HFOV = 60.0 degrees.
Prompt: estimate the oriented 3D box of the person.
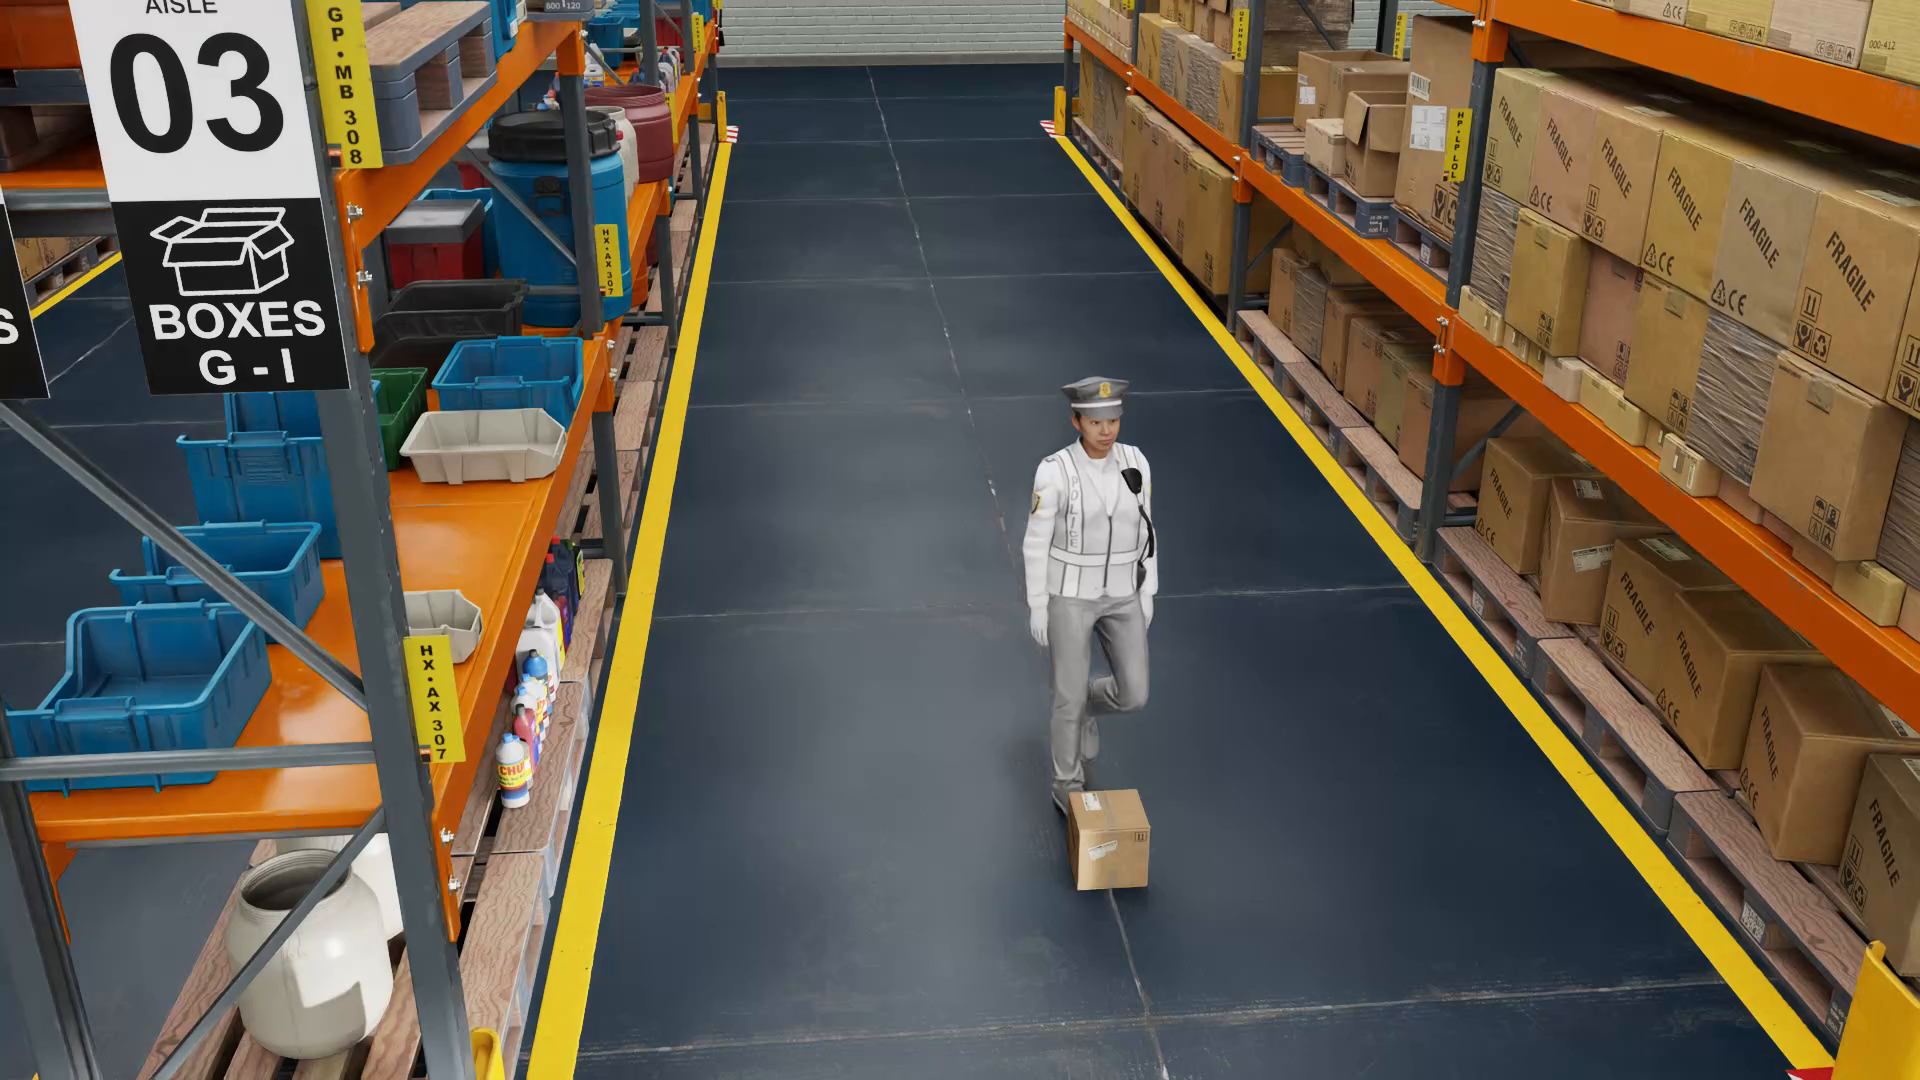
[{"bbox_3d":[0.485,0.207,6.085,0.506,1.683,0.535,-8,25,-18],"label":"person"}]
